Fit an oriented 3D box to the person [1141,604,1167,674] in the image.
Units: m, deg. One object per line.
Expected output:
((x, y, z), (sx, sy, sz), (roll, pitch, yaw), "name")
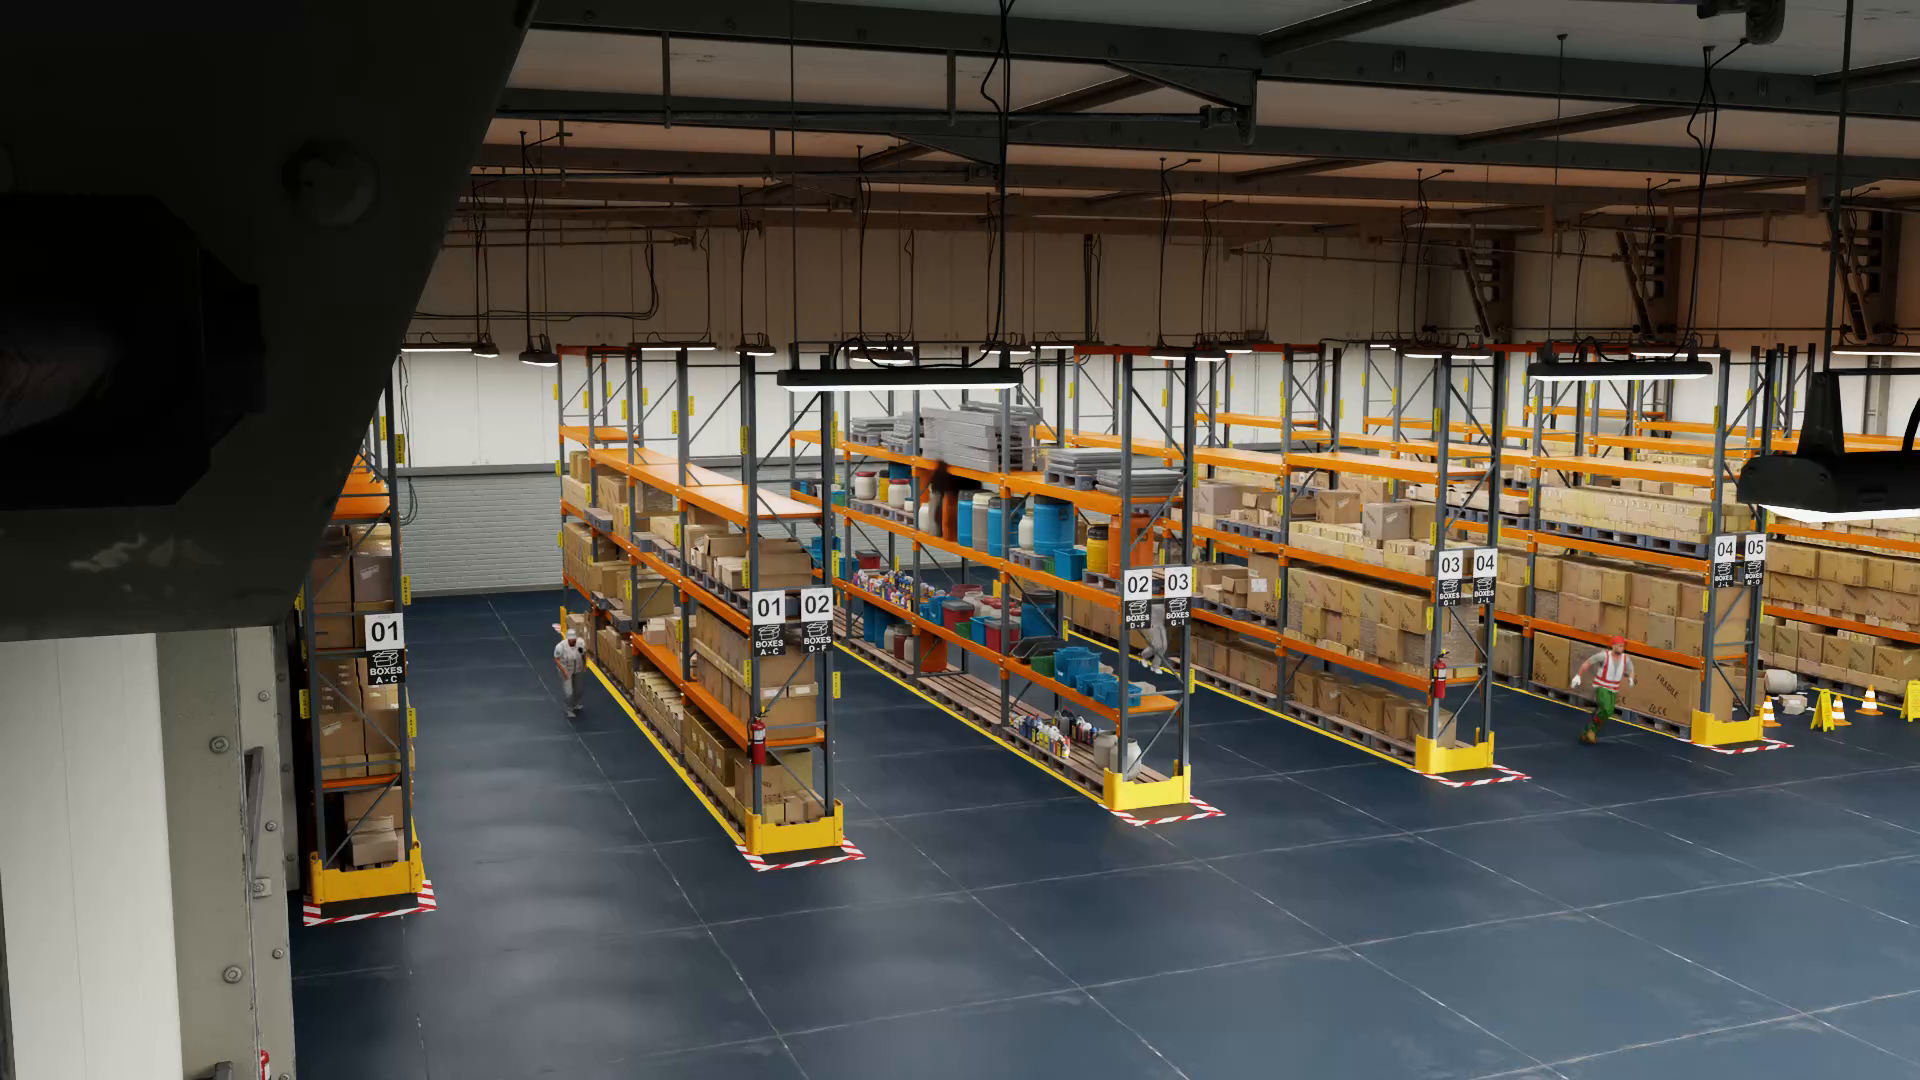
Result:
((3.438, 1.521, 29.373), (0.575, 1.635, 0.540), (-5, 9, -34), "person")

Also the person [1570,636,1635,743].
((9.877, 2.284, 25.337), (0.840, 1.671, 0.727), (-2, 8, -18), "person")

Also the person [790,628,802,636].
((-3.009, 1.592, 29.500), (0.700, 1.642, 1.000), (-4, 8, -28), "person")

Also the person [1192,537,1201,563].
((5.189, 0.731, 37.579), (0.547, 1.646, 0.643), (-2, 8, -17), "person")

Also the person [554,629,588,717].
((-6.341, 2.140, 27.173), (0.642, 1.515, 0.900), (-5, 9, -37), "person")
